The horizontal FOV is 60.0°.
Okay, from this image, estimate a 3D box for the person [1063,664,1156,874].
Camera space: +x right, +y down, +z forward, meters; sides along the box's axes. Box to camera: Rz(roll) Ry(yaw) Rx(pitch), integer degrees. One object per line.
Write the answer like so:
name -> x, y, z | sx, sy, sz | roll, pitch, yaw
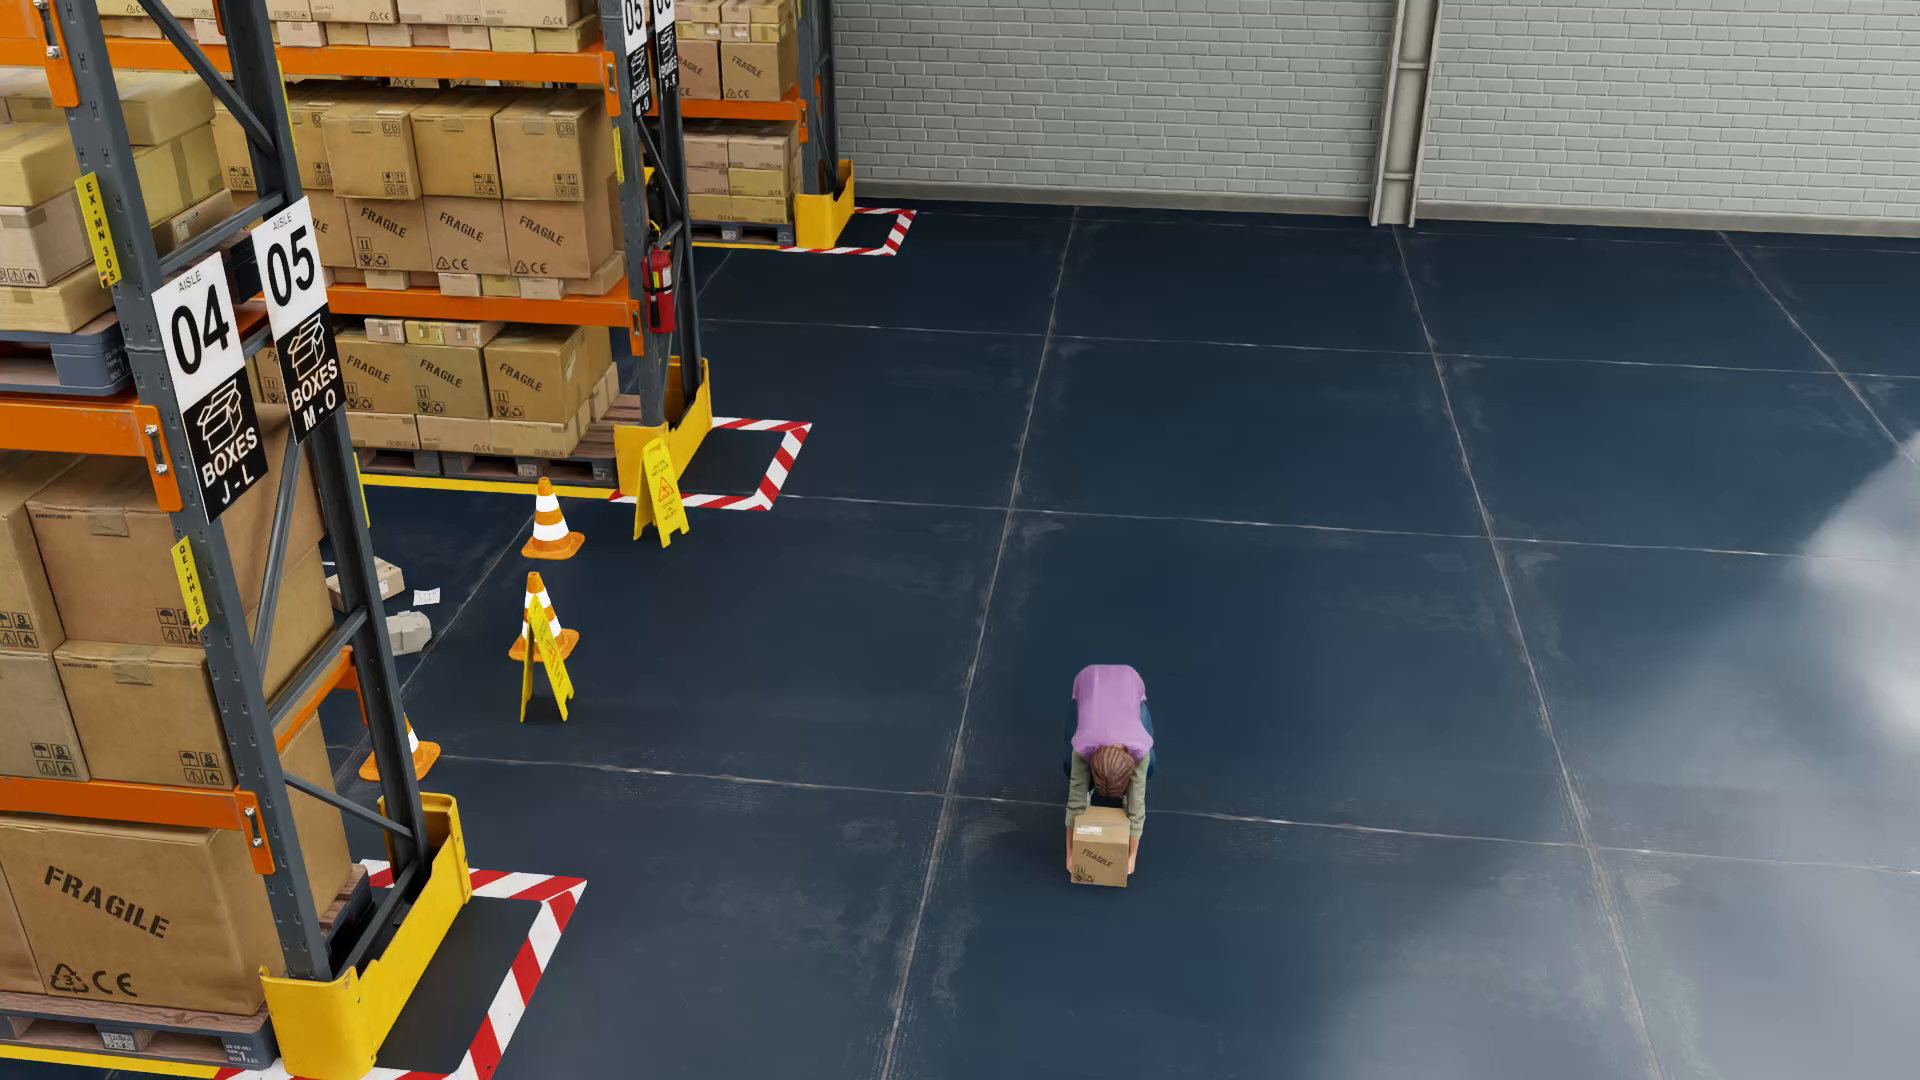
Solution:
person -> 0.689, 1.030, 7.679 | 0.427, 0.758, 0.873 | 3, 29, 5
